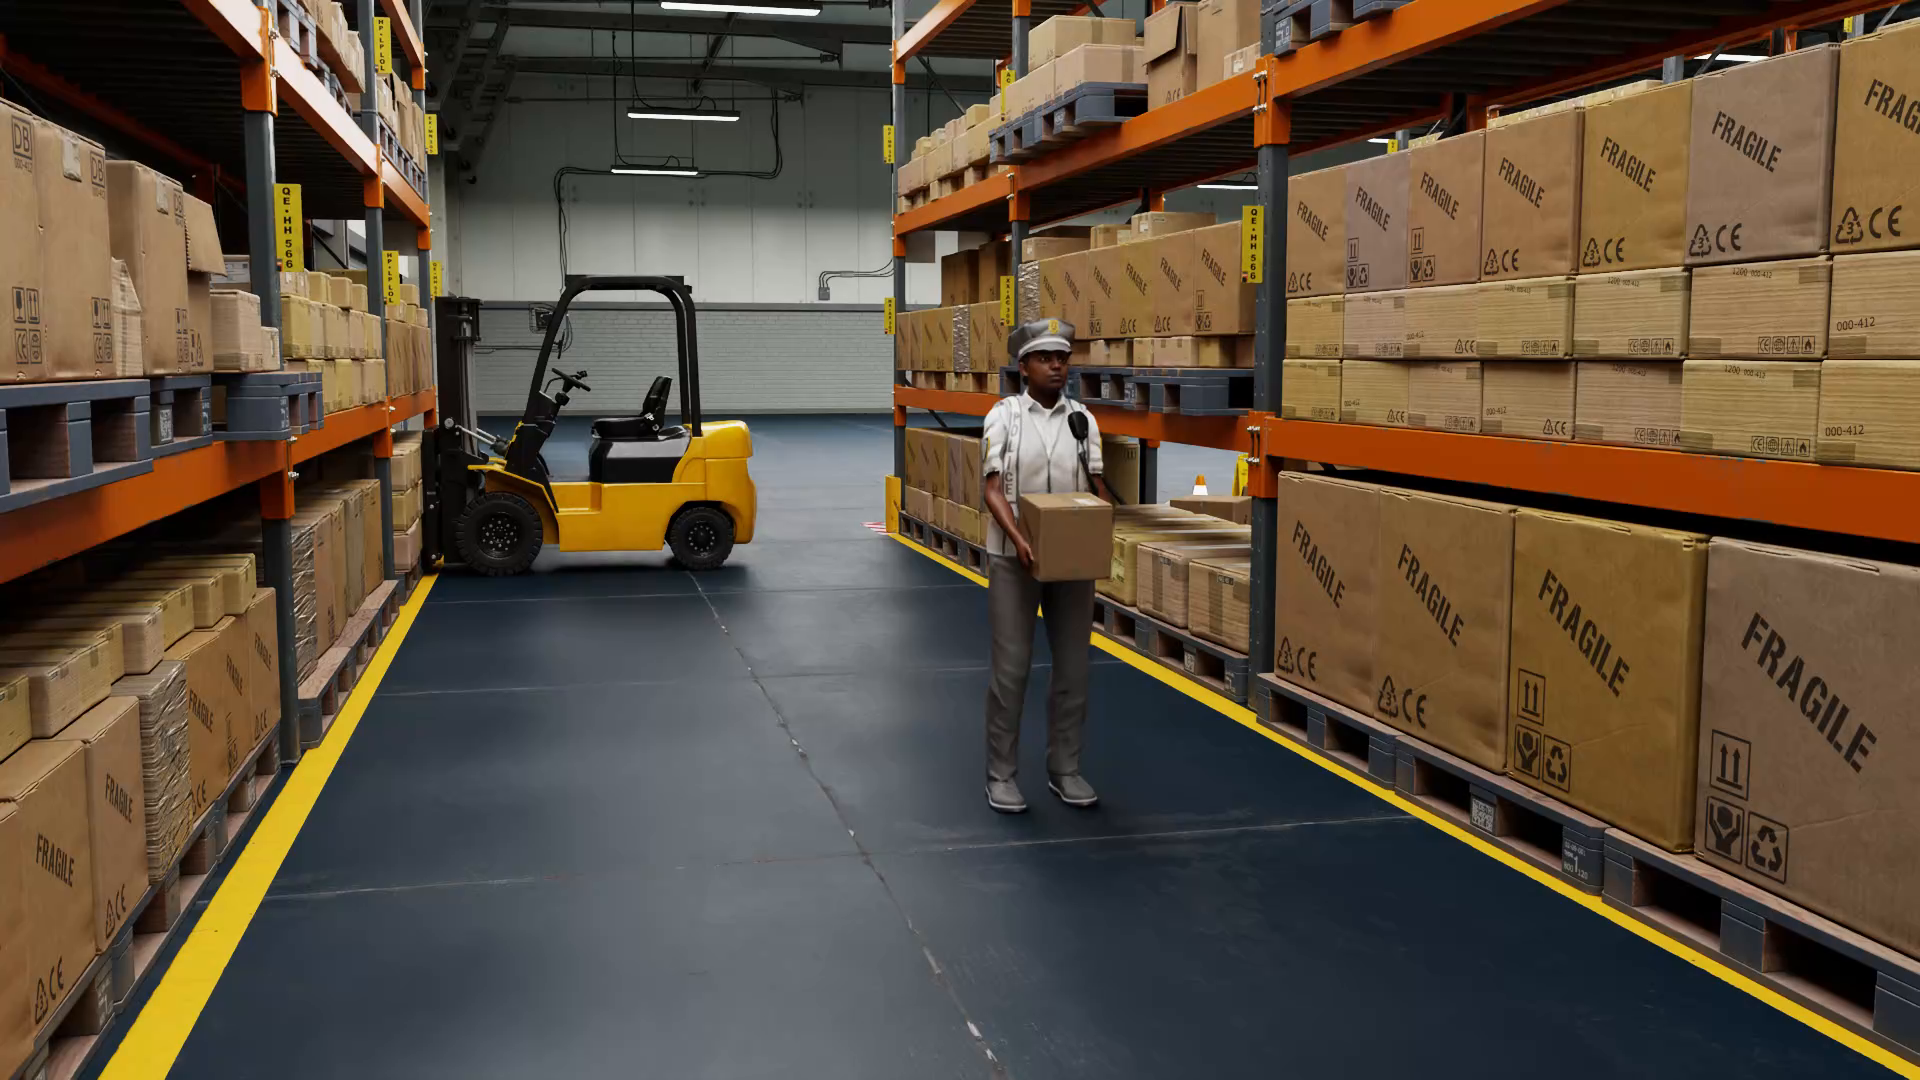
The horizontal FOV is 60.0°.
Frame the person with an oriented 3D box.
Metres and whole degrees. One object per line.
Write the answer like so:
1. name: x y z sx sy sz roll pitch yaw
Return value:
1. person: 0.310 0.080 5.771 0.456 1.699 0.528 -2 6 -14
